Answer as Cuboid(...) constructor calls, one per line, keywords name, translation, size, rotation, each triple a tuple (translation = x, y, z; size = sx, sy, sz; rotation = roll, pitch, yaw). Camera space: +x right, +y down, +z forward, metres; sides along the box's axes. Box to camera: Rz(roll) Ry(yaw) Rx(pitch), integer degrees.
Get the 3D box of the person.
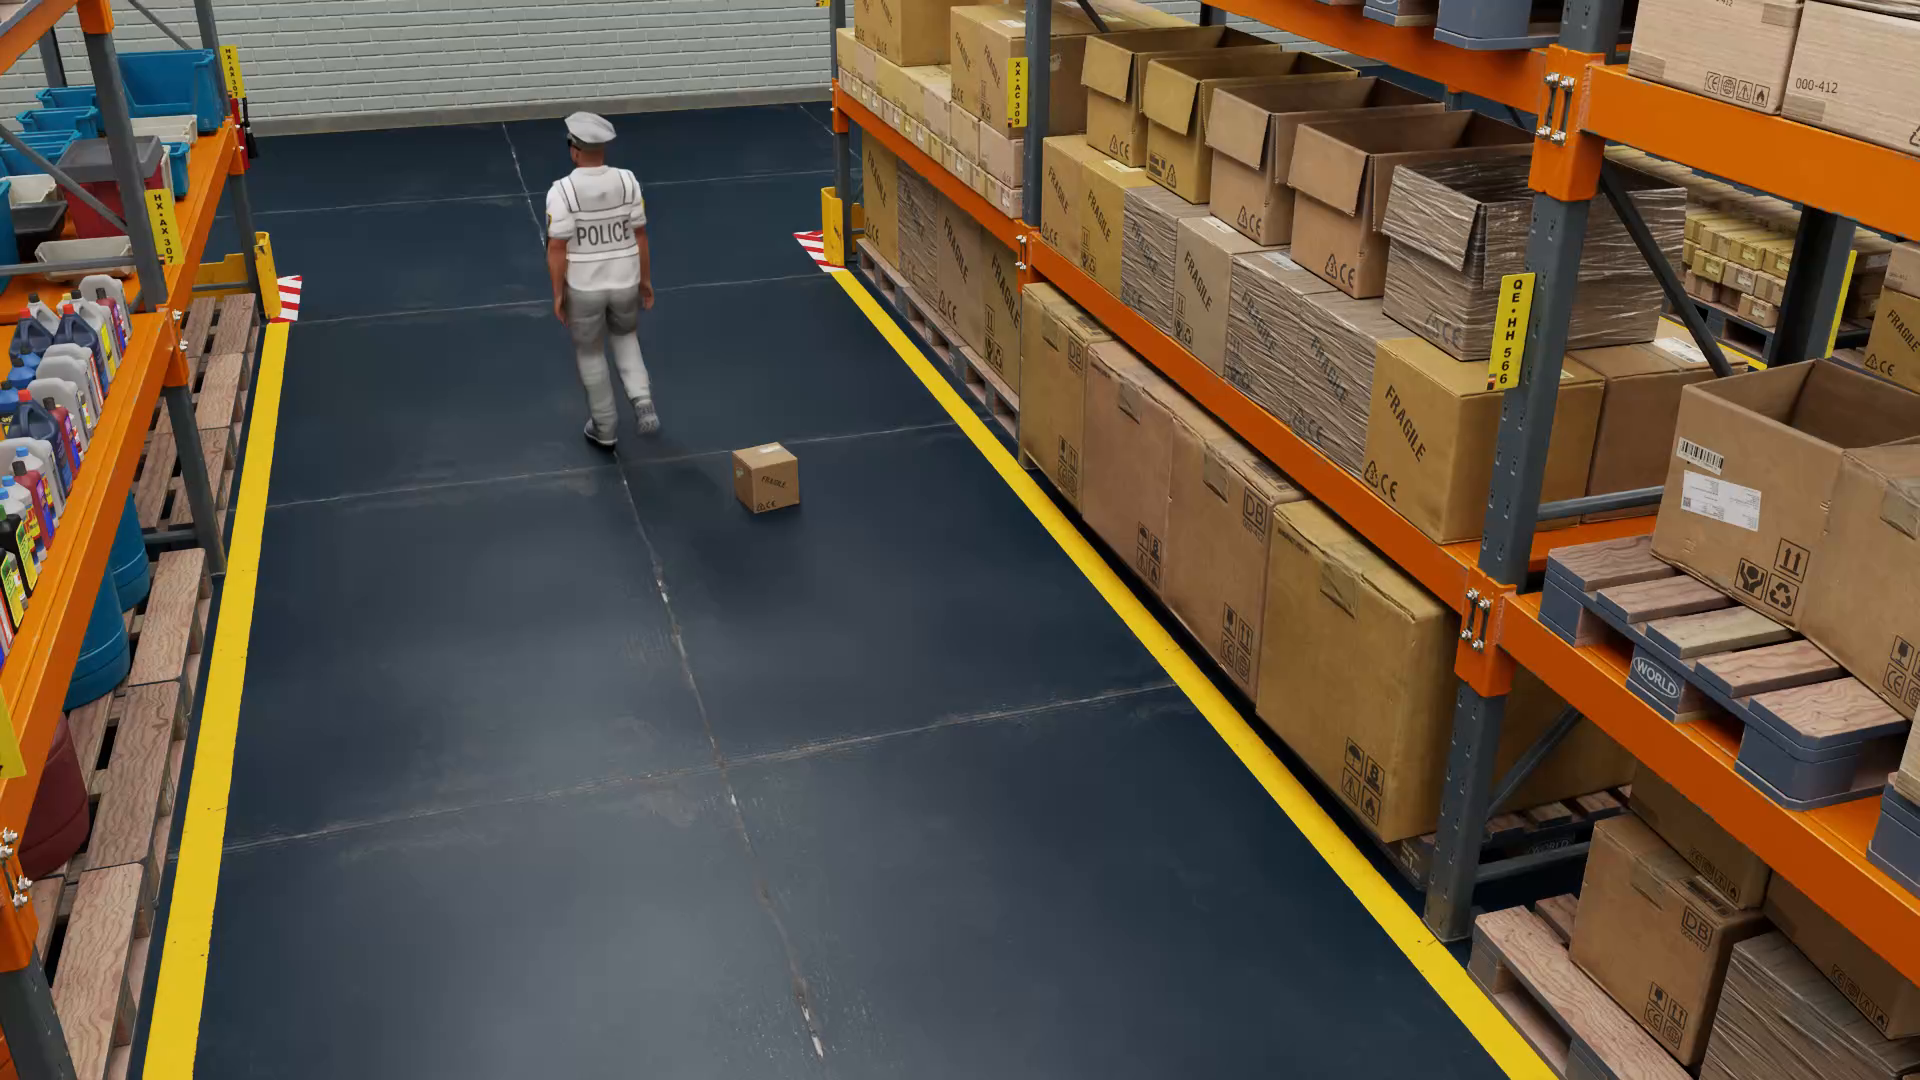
Cuboid(name="person", translation=(-1.908, -1.364, 8.798), size=(0.555, 1.782, 0.484), rotation=(-16, 30, -29))
